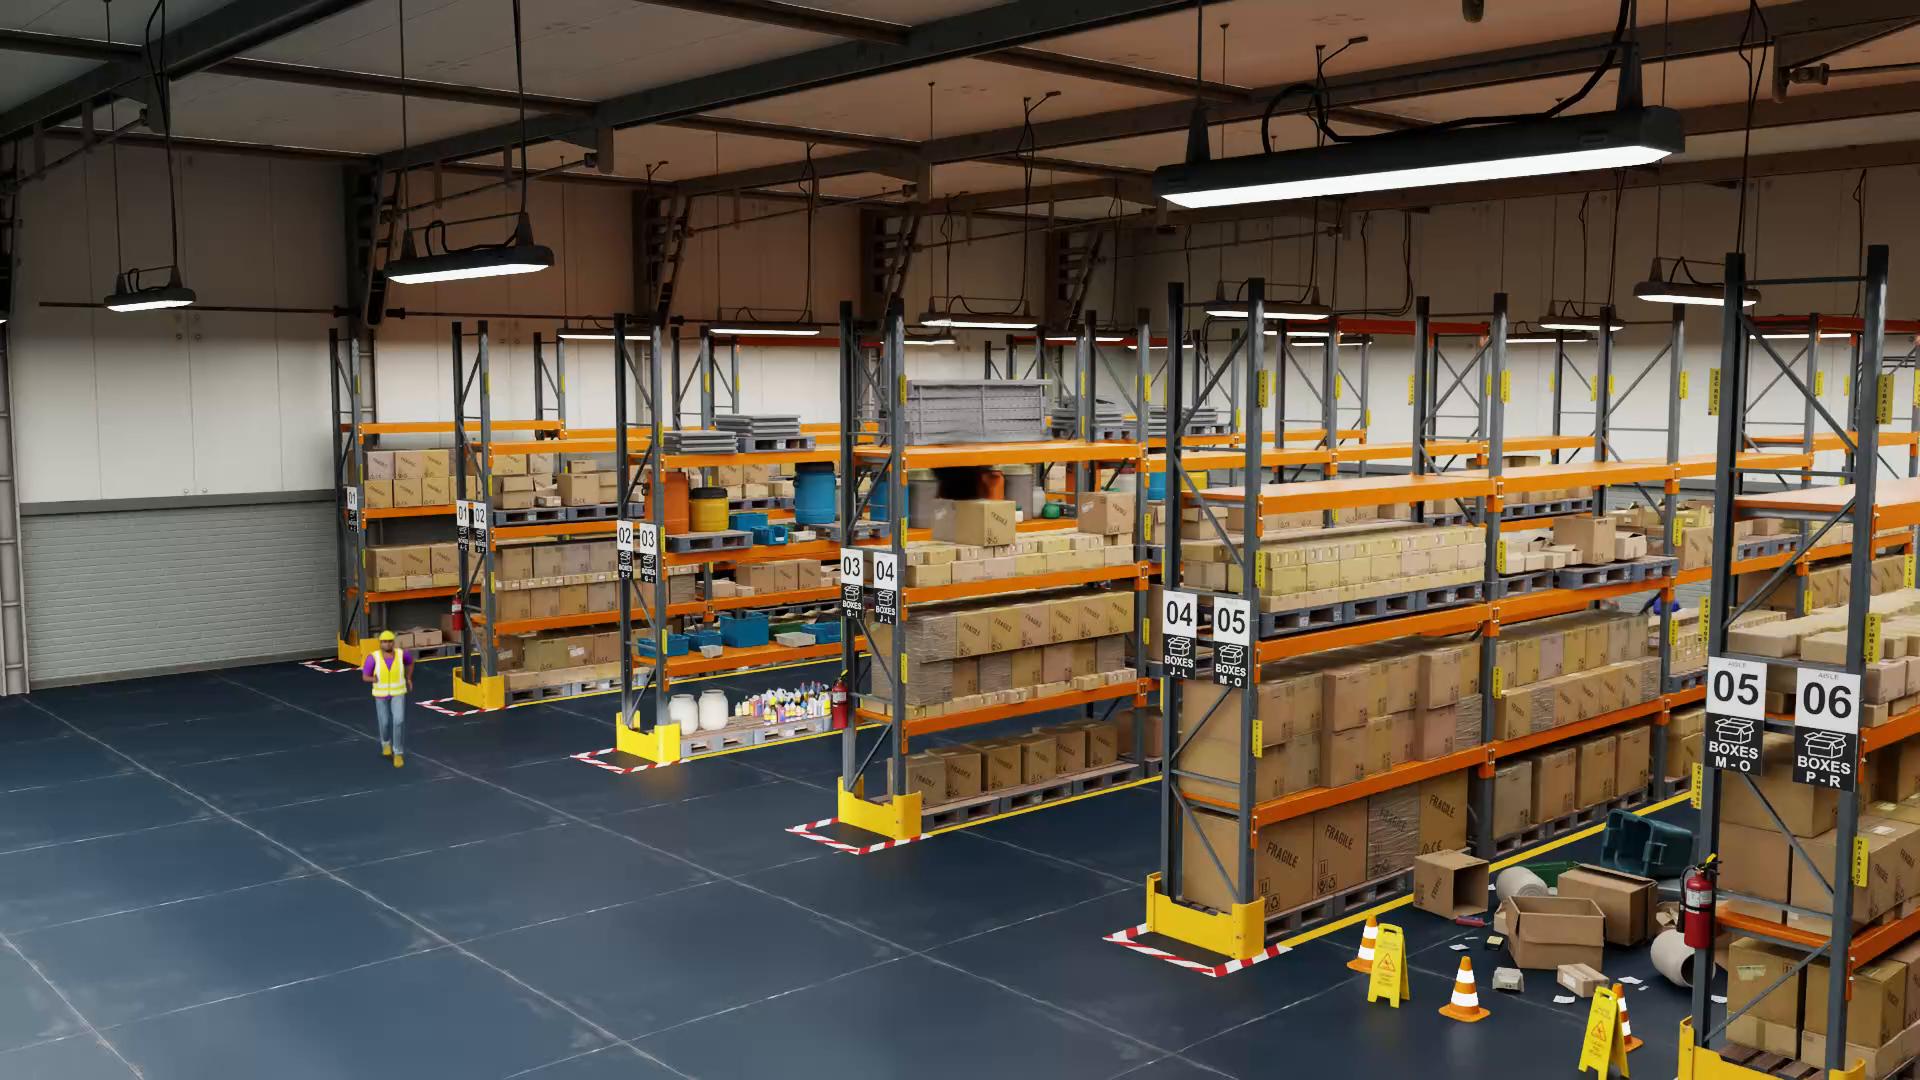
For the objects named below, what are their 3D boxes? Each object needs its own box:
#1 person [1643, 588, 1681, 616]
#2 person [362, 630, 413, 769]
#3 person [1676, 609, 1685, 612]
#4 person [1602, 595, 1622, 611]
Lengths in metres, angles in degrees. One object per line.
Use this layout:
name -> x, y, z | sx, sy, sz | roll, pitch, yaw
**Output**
person -> 11.889, 1.558, 28.144 | 0.601, 1.670, 0.908 | 2, 6, 17
person -> -7.625, 2.086, 22.201 | 0.644, 1.800, 0.872 | -2, 6, -17
person -> 11.329, 1.843, 25.691 | 0.943, 1.619, 0.701 | -4, 7, -33
person -> 11.987, 1.350, 30.716 | 0.538, 1.579, 0.821 | -2, 6, -21
